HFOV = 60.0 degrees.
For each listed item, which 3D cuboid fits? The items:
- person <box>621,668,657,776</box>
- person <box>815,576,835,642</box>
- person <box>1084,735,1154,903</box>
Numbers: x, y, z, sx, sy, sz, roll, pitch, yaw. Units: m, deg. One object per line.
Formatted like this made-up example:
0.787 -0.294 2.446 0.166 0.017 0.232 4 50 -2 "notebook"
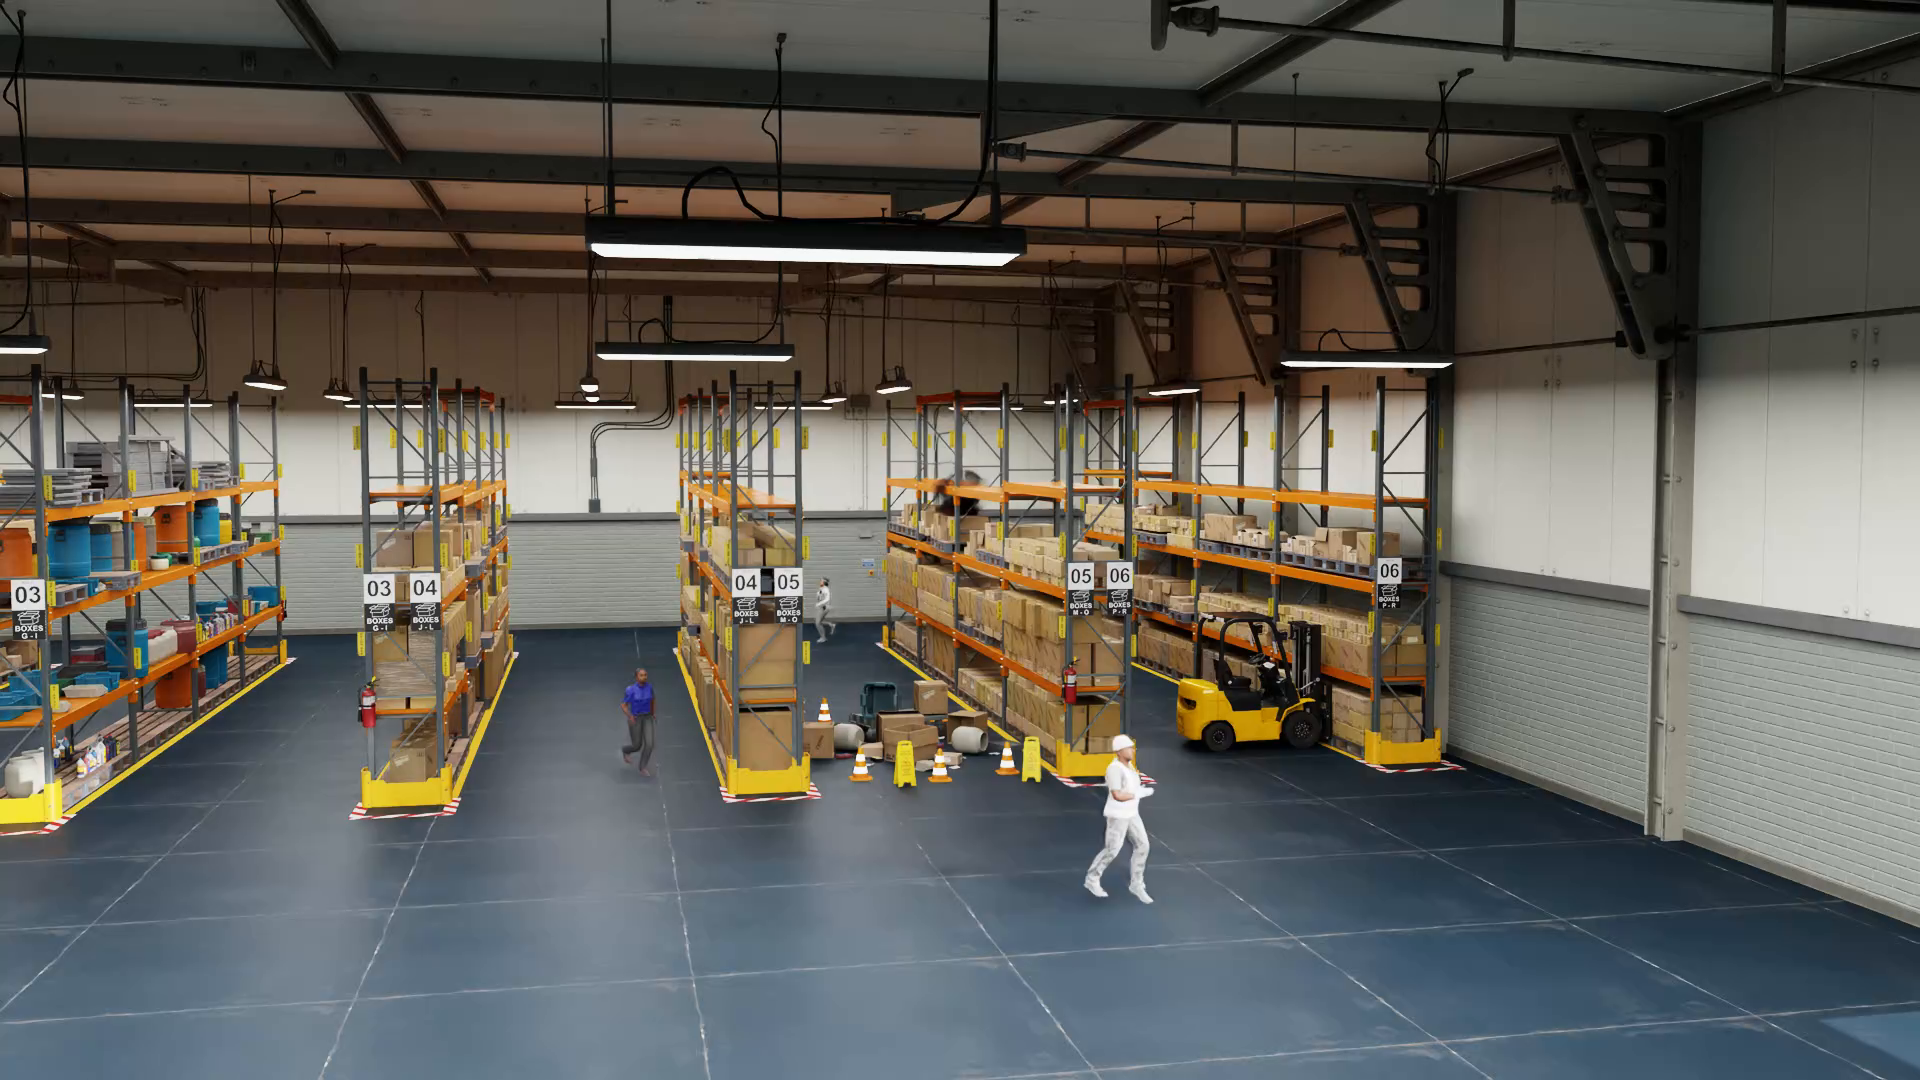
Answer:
-4.842 2.717 25.056 0.561 1.617 0.681 -2 4 -36 "person"
-3.380 1.718 41.487 0.526 1.663 0.658 -1 3 -12 "person"
1.739 3.032 18.039 0.798 1.850 0.704 2 4 27 "person"
